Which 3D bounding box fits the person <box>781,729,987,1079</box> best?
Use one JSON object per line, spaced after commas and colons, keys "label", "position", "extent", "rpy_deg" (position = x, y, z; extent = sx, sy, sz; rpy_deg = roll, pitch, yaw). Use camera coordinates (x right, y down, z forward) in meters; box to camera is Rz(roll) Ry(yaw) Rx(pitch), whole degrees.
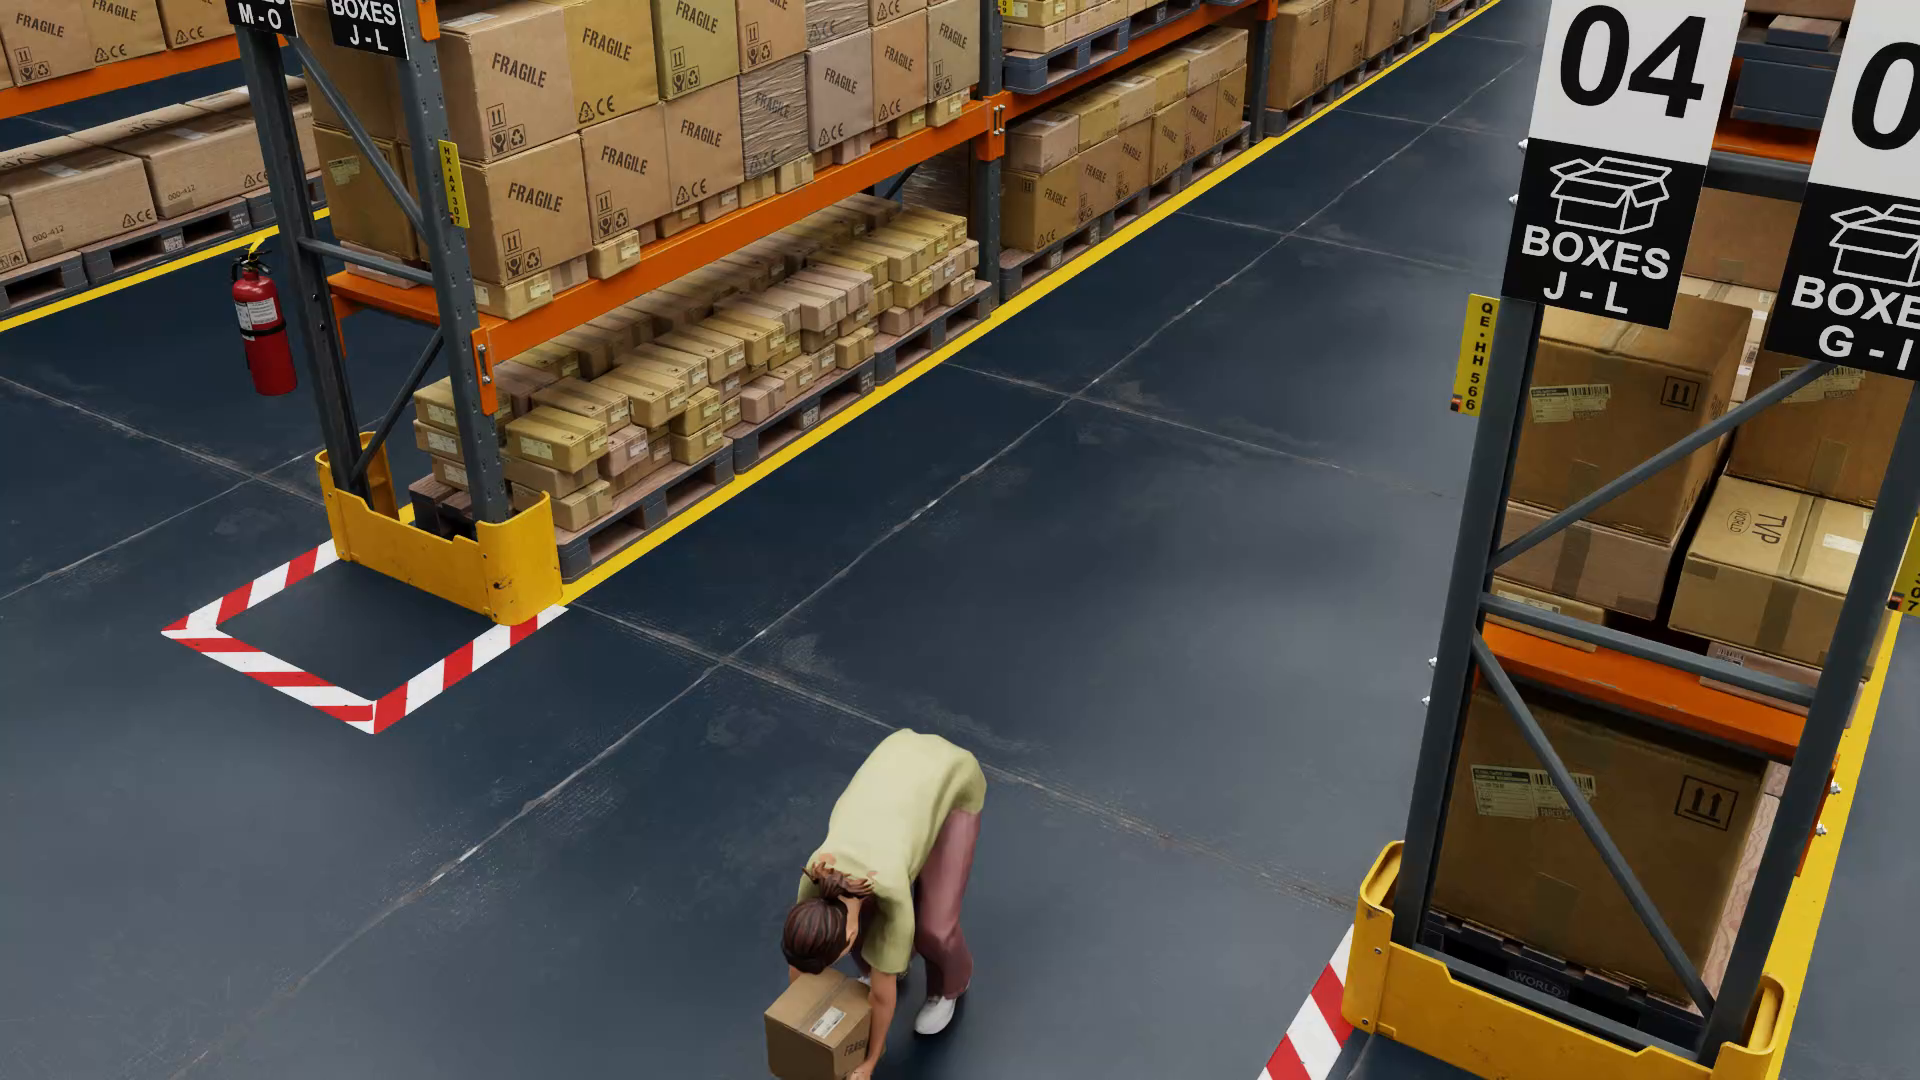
{"label": "person", "position": [-0.231, 1.120, 4.965], "extent": [0.456, 0.933, 0.851], "rpy_deg": [16, 34, 25]}
